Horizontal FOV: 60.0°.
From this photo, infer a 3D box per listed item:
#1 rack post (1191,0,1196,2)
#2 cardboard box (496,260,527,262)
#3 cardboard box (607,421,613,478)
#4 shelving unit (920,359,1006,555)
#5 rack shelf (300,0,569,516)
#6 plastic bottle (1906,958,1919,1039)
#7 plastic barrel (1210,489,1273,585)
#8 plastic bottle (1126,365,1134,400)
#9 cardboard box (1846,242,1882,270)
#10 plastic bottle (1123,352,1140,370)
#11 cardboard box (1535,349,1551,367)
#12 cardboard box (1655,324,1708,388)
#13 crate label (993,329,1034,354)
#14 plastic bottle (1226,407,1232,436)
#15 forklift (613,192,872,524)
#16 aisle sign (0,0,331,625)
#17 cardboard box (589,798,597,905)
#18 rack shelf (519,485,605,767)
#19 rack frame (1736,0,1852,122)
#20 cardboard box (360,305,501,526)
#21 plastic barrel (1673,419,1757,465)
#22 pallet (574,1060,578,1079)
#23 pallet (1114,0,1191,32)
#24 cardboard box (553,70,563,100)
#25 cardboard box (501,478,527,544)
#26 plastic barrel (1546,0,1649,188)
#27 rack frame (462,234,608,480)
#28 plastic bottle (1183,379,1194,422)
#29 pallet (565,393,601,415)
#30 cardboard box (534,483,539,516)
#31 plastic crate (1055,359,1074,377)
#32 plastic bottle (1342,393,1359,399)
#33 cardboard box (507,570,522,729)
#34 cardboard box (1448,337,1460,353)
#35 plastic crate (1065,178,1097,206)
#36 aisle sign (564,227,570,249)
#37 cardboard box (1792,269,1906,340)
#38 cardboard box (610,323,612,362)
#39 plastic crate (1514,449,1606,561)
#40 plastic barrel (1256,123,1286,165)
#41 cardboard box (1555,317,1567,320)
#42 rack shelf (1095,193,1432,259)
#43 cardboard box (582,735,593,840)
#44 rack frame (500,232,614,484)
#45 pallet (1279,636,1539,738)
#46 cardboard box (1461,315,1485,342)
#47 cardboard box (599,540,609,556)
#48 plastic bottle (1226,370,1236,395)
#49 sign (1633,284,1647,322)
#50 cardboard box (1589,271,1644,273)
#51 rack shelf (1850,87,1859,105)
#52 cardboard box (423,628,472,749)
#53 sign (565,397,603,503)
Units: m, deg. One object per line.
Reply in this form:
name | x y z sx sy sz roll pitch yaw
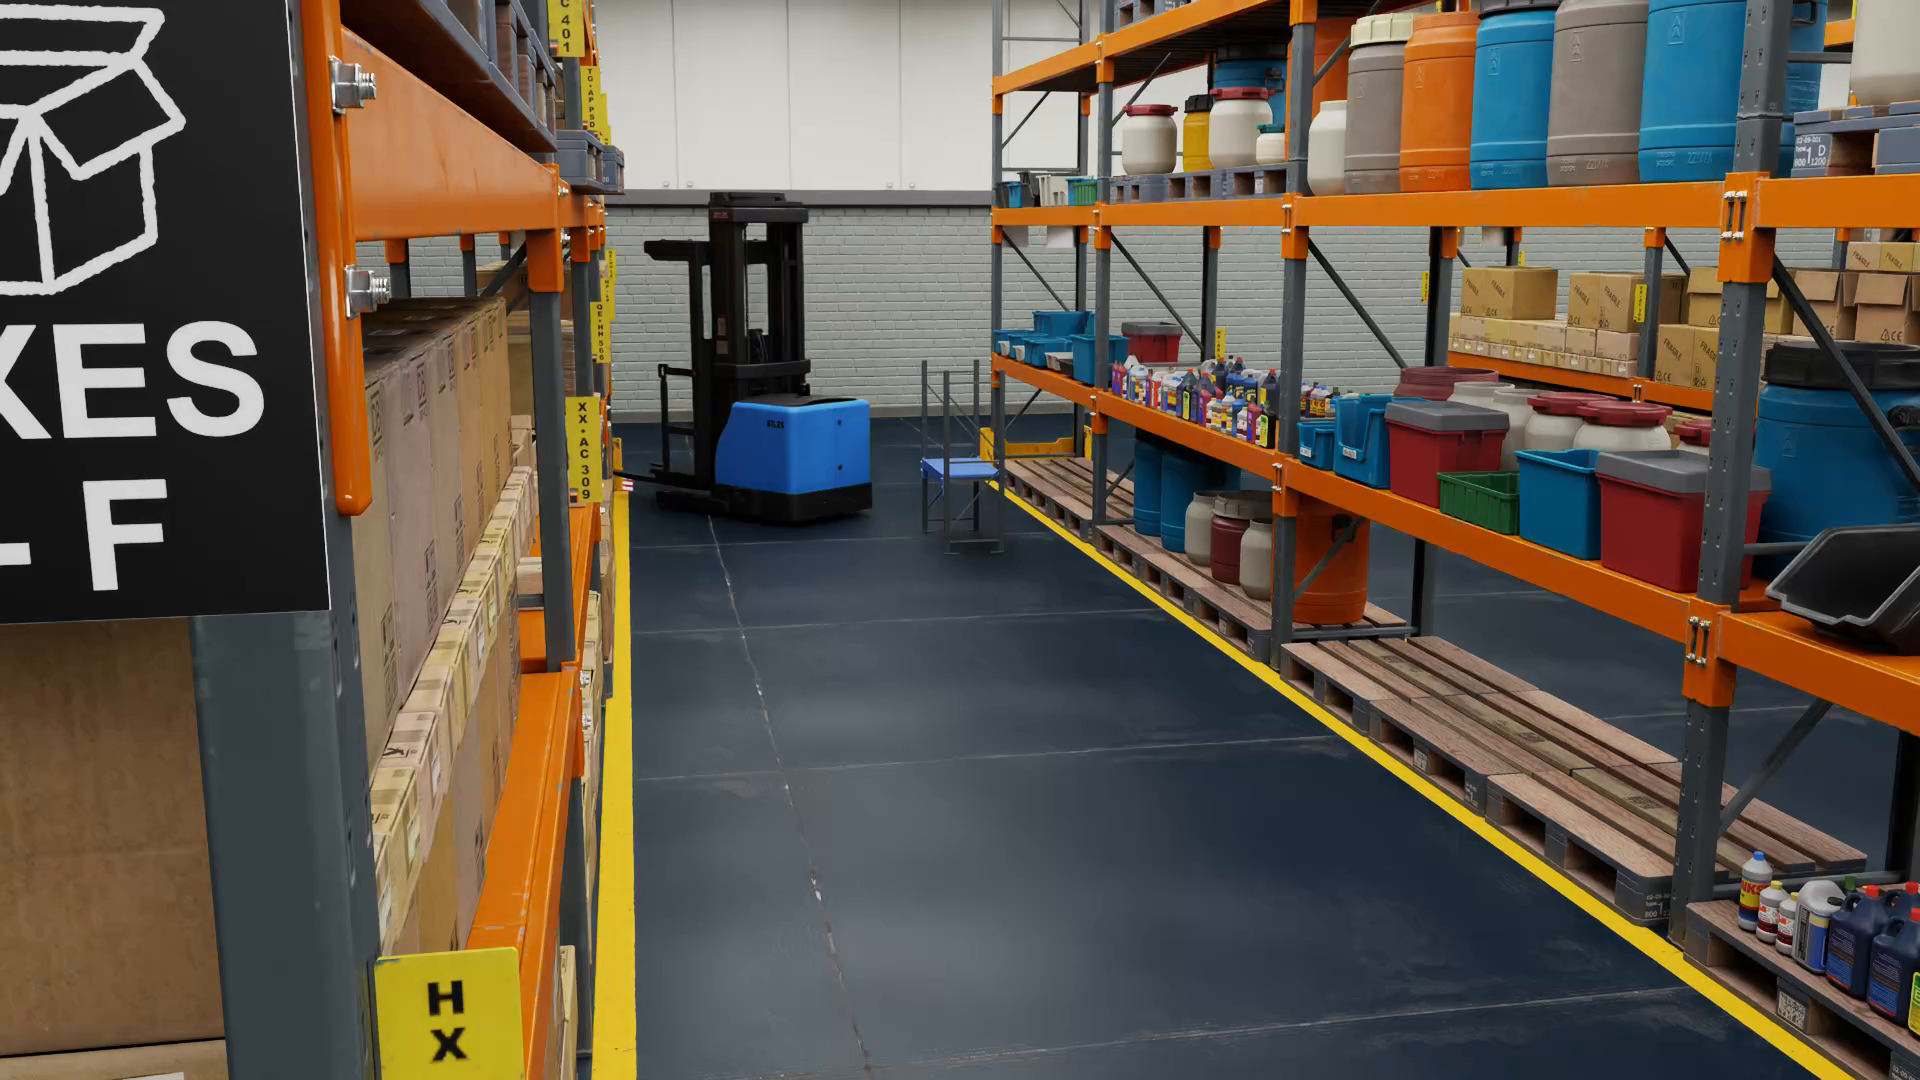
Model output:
rack post | 2.126 -3.773 11.289 0.937 0.300 0.954 -1 11 -5
cardboard box | -4.202 -2.441 16.060 0.500 0.500 0.500 -2 11 -9
cardboard box | -3.682 -0.890 16.357 0.500 0.500 0.500 -2 11 -11
shelving unit | 0.017 -0.721 13.974 0.538 1.500 1.048 -2 11 -11
rack shelf | -1.307 -0.545 2.937 1.077 0.370 4.000 -2 11 -11
plastic bottle | 2.942 1.377 5.027 0.061 0.283 0.133 -2 11 -8
plastic barrel | 2.054 -0.022 11.617 0.600 0.588 0.708 -2 11 -11
plastic bottle | 1.346 -1.229 12.976 0.097 0.271 0.097 0 11 0
cardboard box | 10.400 -3.108 18.766 0.500 0.500 0.500 -2 11 -11
plastic bottle | 1.366 -1.330 13.294 0.144 0.351 0.185 -2 11 -11
cardboard box | 5.835 -1.774 16.169 0.380 0.149 0.250 -2 11 -12
cardboard box | 6.311 -1.574 14.175 0.500 0.500 0.500 -2 11 -11
crate label | 0.555 -2.062 17.293 0.416 0.233 0.303 -2 11 -11
plastic bottle | 1.783 -0.783 10.820 0.097 0.201 0.097 0 11 0
forklift | -2.254 -1.786 15.740 3.031 2.935 1.130 9 14 40
aisle sign | -0.604 -0.334 0.975 0.394 0.787 0.004 -2 11 -11
cardboard box | -1.629 1.176 6.224 0.500 0.250 0.500 -2 11 -10
rack shelf | -2.085 0.195 7.072 1.077 0.370 4.000 -2 11 -11
rack frame | 3.164 -2.918 5.459 1.000 3.000 0.127 -2 11 -11
cardboard box | -1.504 -0.304 4.034 0.700 0.500 0.500 -2 11 -11
plastic barrel | 3.193 -0.221 6.971 0.433 0.535 0.433 0 11 0
pallet | -1.582 1.726 4.564 1.003 0.211 1.213 -2 11 -11
pallet | 1.799 -3.945 12.432 1.003 0.211 1.213 -2 11 -11
cardboard box | -3.384 -3.360 12.864 0.700 0.500 0.500 -2 11 -11
cardboard box | -1.386 -0.072 4.548 0.380 0.149 0.250 -2 11 -12
plastic barrel | 2.725 -1.896 6.772 0.600 0.901 0.600 0 11 0
rack frame | -3.252 -1.259 12.786 1.000 3.000 0.127 -2 11 -11
plastic bottle | 1.605 -0.974 11.602 0.061 0.283 0.133 -2 11 -11
pallet | -2.856 -0.787 10.823 1.003 0.211 1.213 -2 11 -11
cardboard box | -2.170 -0.170 7.737 0.380 0.149 0.250 -1 11 -7
plastic crate | 1.127 -1.528 14.777 0.437 0.125 0.590 -2 11 -11
plastic bottle | 2.529 -0.819 10.811 0.152 0.276 0.135 -2 11 -11
cardboard box | -1.603 0.241 4.642 0.700 0.500 0.500 -2 11 -12
cardboard box | 5.485 -2.104 17.901 0.380 0.149 0.250 -2 11 -12
plastic crate | 1.118 -2.985 14.281 0.416 0.233 0.300 -2 11 -11
aisle sign | -3.742 -3.293 16.522 0.394 0.787 0.004 -2 11 -11
cardboard box | 6.857 -1.803 12.699 0.797 0.503 0.637 -2 11 -9
cardboard box | -3.675 -1.969 16.252 0.500 0.500 0.500 -2 11 -9
plastic crate | 2.644 -0.154 7.025 0.392 0.384 0.575 -2 11 -11
plastic barrel | 2.034 -2.508 10.573 0.301 0.262 0.301 0 11 0
cardboard box | 6.240 -2.159 17.121 0.500 0.250 0.500 -3 11 -13
rack shelf | 1.997 -2.191 11.589 1.077 0.370 4.000 -2 11 -11
cardboard box | -1.624 0.901 6.172 0.500 0.311 0.500 -2 11 -12
rack frame | -4.030 -1.992 16.641 1.000 3.000 0.127 -2 11 -11
pallet | 2.499 0.809 9.382 1.003 0.211 1.213 -2 11 -11
cardboard box | 5.624 -2.231 17.502 0.500 0.250 0.500 -2 11 -12
cardboard box | -2.389 0.297 10.121 0.500 0.500 0.500 -3 11 -13
plastic bottle | 2.052 -1.147 12.543 0.097 0.271 0.097 0 11 0
sign | 5.922 -2.062 14.480 0.100 0.325 0.005 -2 11 -11
cardboard box | 6.430 -2.342 16.079 0.500 0.500 0.500 -2 11 -13
rack shelf | 10.962 -4.739 16.960 1.077 0.370 4.000 -2 11 -11
cardboard box | -1.035 0.259 2.813 0.380 0.149 0.250 -2 11 -12
sign | -1.152 -0.276 5.097 0.100 0.325 0.005 -2 11 -11
